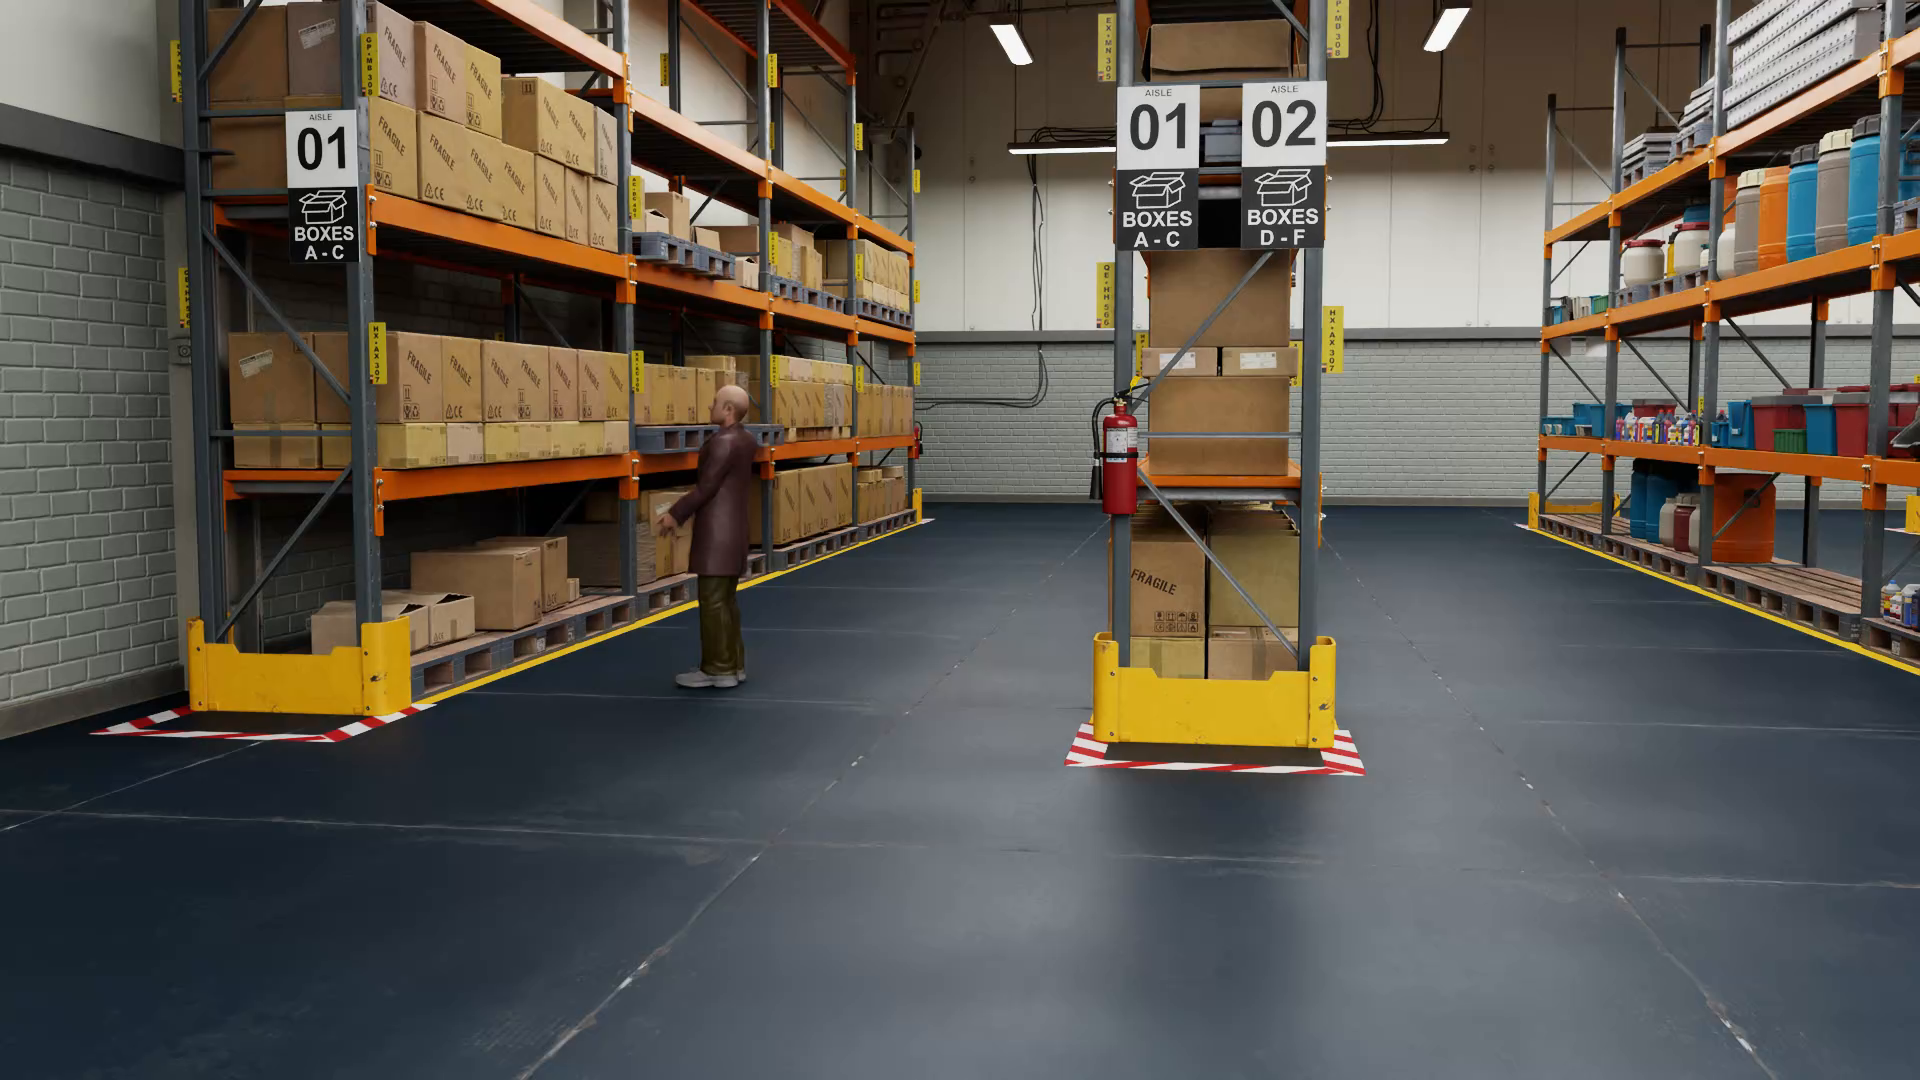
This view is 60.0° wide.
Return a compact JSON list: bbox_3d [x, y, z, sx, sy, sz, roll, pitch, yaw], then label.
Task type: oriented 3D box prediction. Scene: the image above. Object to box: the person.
[{"bbox_3d":[-1.503,-0.023,9.856,0.550,1.779,0.545,1,4,7],"label":"person"}]
